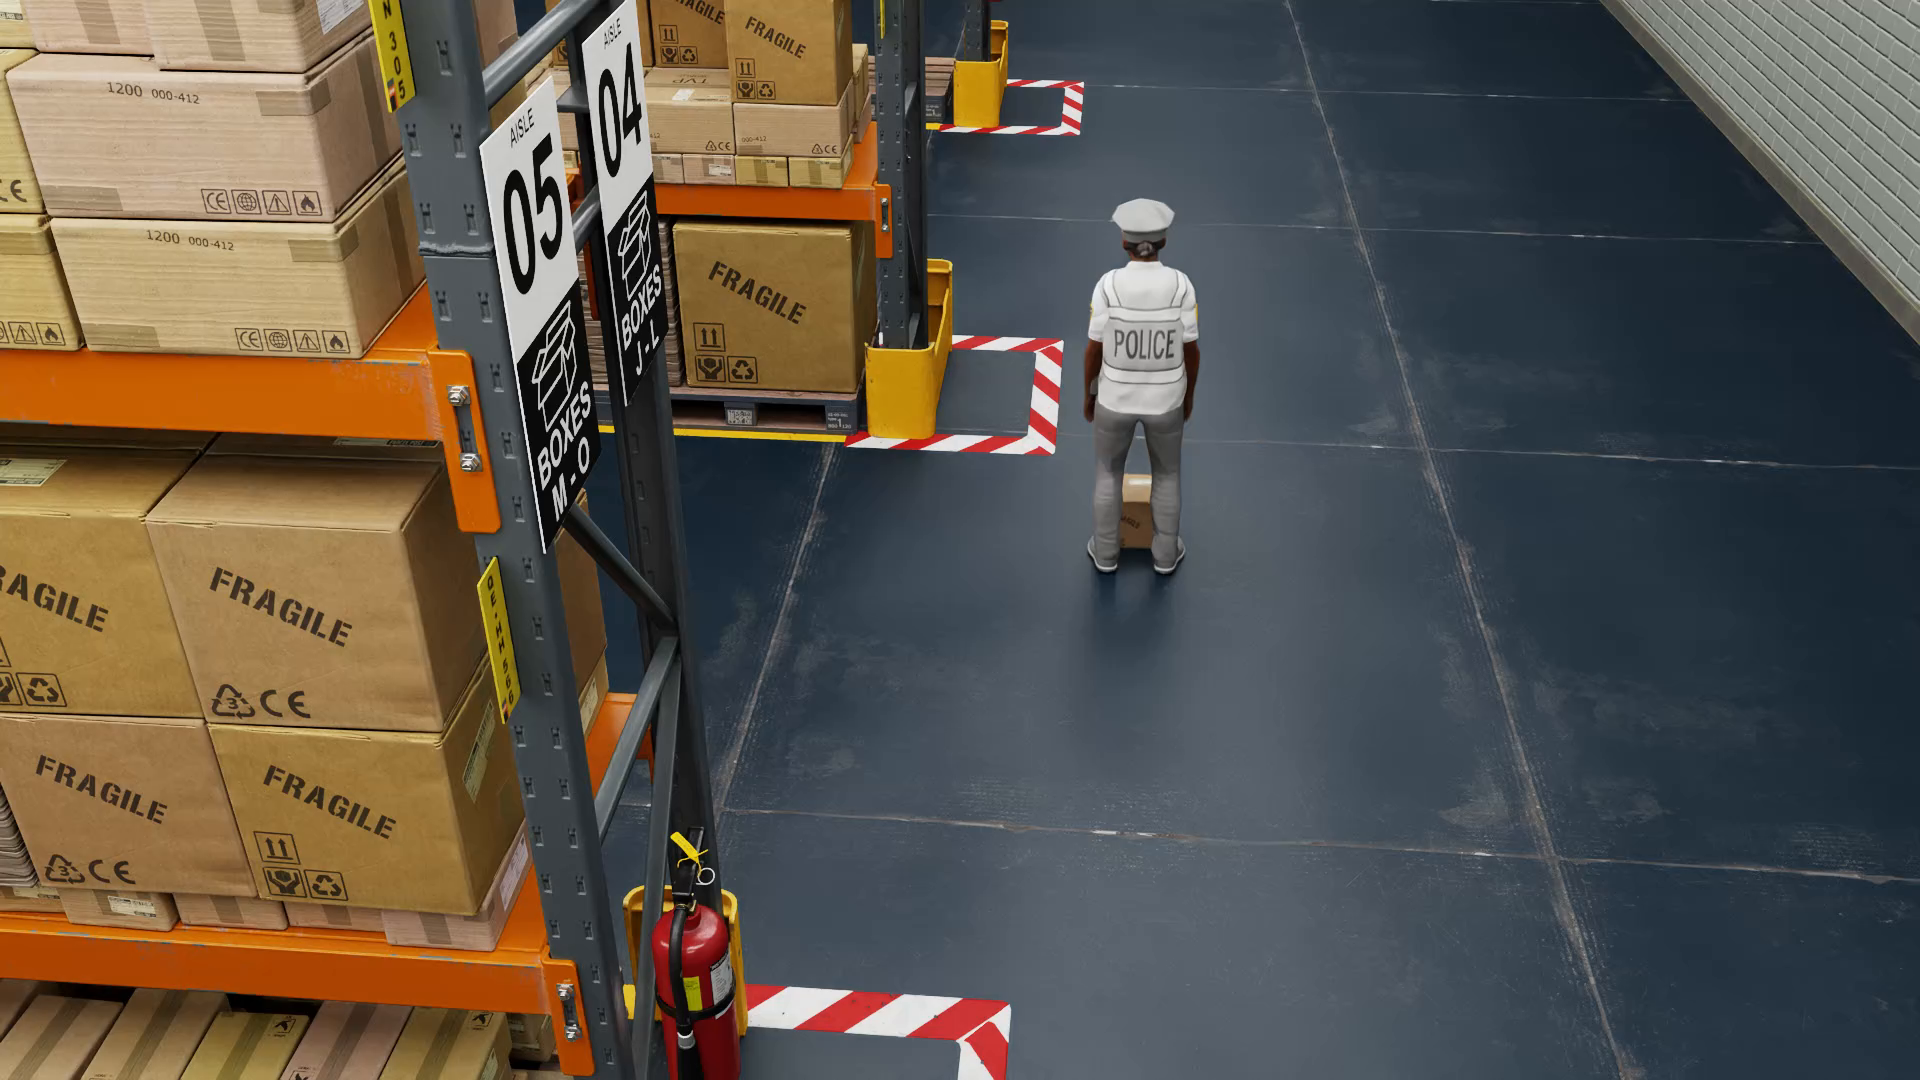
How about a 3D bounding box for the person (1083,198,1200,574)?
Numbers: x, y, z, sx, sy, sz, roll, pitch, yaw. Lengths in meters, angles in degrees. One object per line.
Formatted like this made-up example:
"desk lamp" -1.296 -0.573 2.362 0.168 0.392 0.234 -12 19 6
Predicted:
"person" 0.772 -0.604 7.098 0.507 1.658 0.390 1 32 2
